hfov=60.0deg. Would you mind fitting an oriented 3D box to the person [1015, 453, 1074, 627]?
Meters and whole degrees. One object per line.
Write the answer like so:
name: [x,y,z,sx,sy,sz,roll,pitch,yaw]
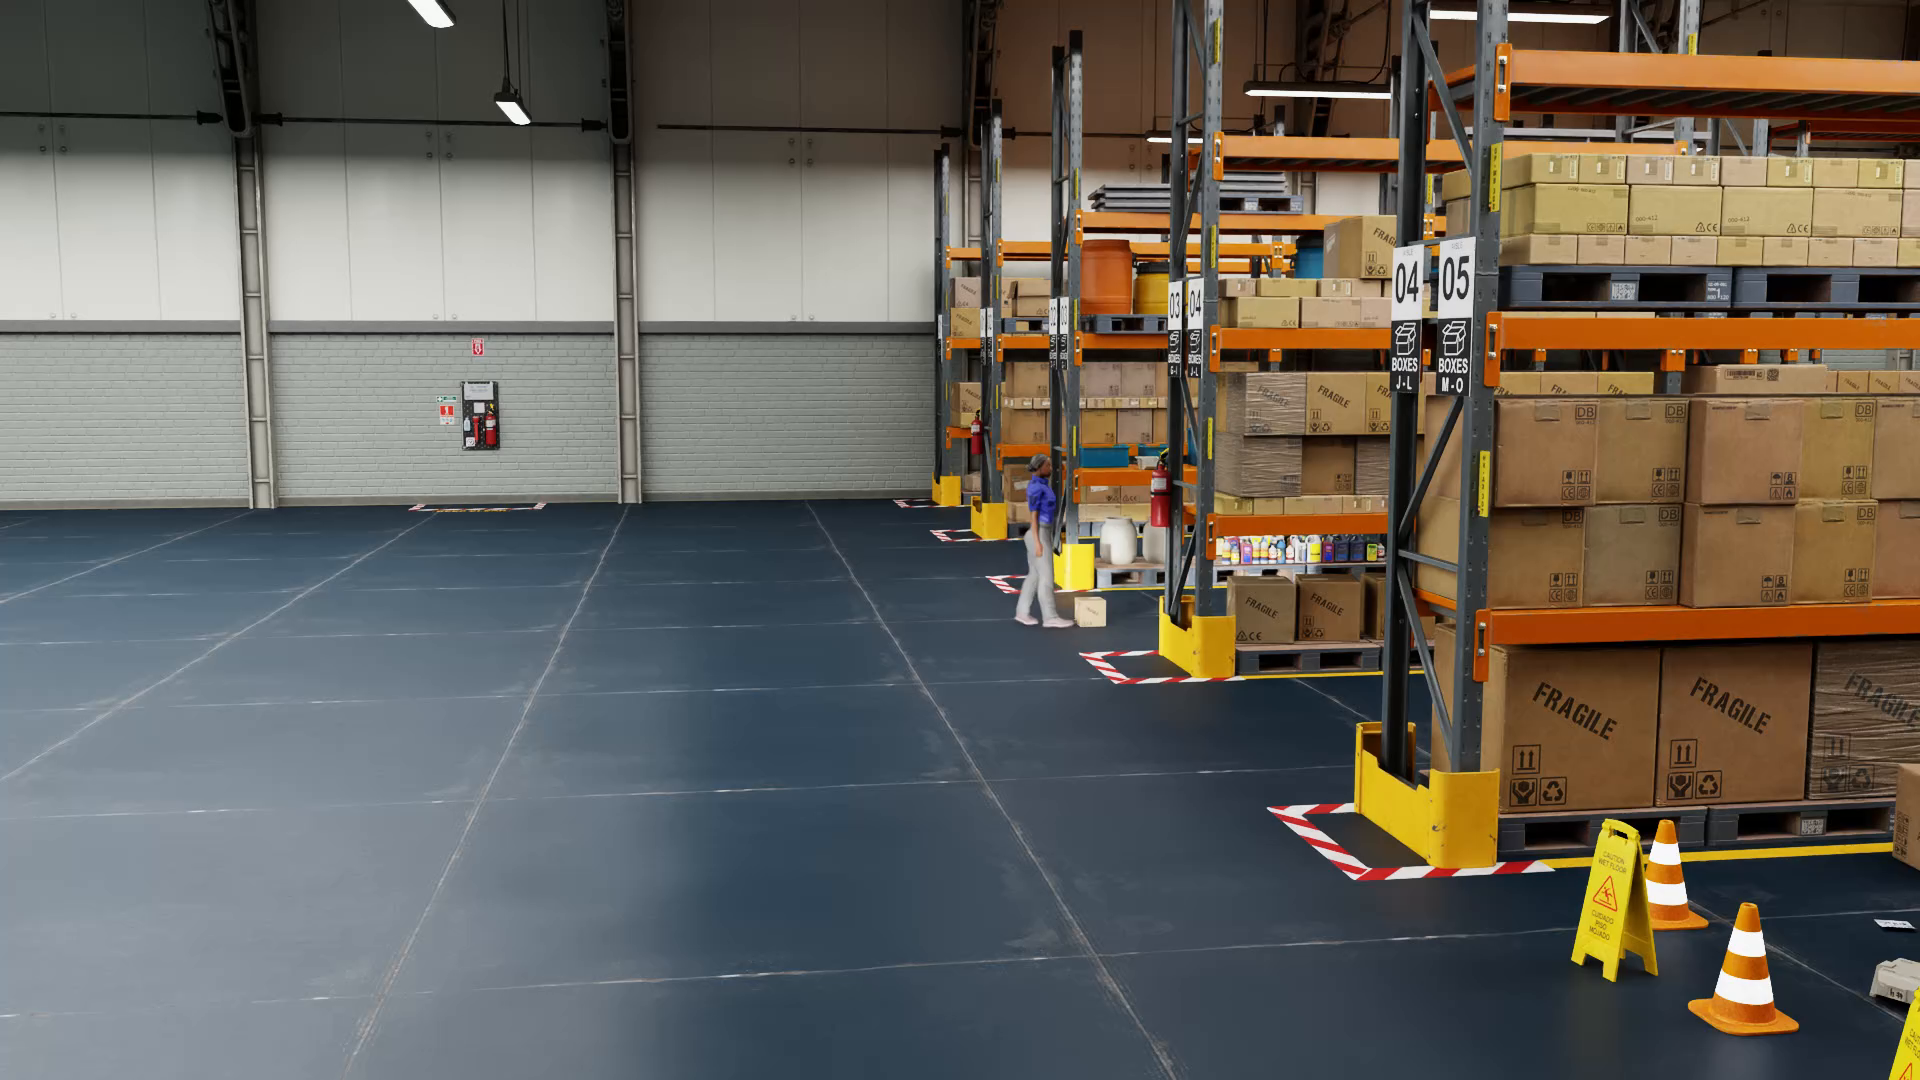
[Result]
person: [0.801,-0.002,15.830,0.600,1.660,0.446,1,7,10]
